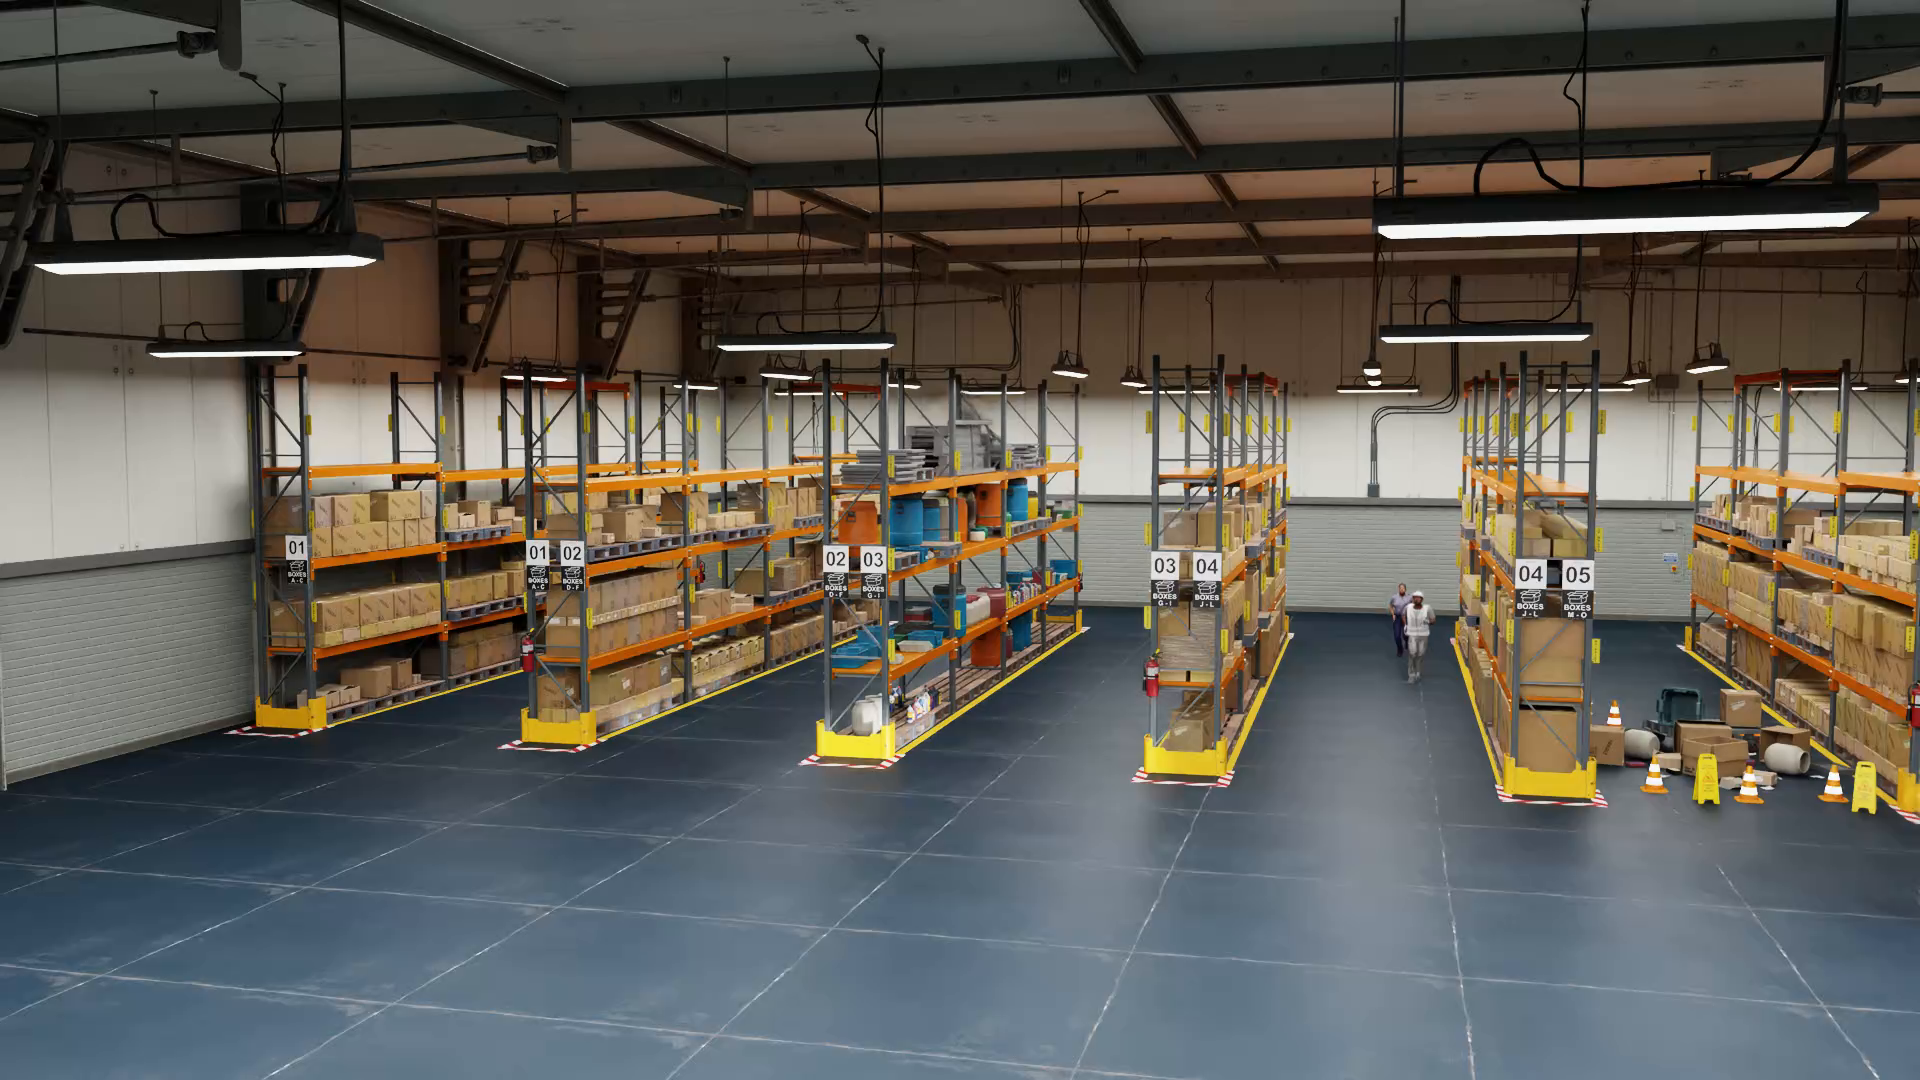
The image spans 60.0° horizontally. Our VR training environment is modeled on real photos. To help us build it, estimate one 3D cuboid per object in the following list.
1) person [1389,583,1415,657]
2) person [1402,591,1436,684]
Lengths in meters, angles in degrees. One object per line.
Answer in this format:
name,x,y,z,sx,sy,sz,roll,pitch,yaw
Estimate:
person,9.589,1.734,36.049,0.591,1.601,0.563,1,4,18
person,8.914,1.902,32.317,0.644,1.843,0.762,1,4,14
